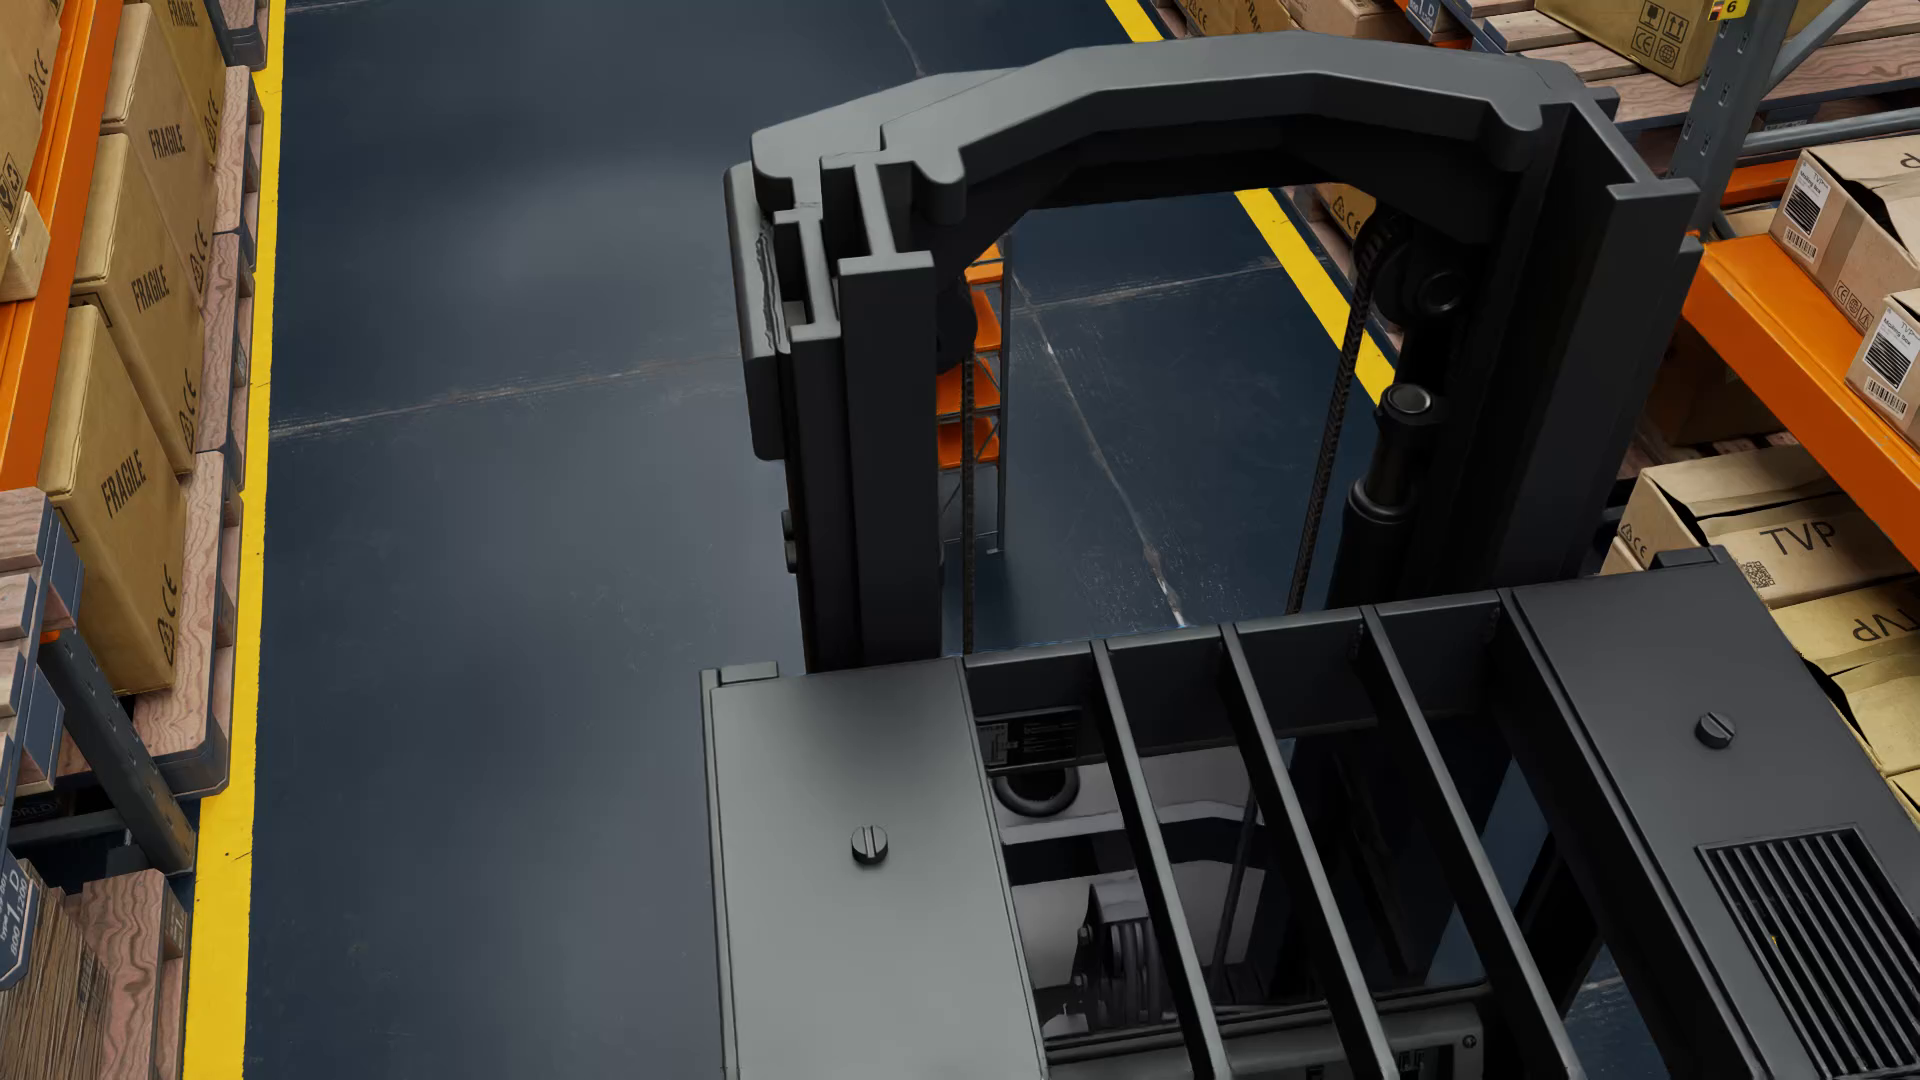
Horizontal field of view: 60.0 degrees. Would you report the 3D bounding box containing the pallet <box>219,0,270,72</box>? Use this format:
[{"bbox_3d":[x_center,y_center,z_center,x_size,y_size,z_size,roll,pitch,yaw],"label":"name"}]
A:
[{"bbox_3d":[-3.662,-2.446,7.499,1.003,0.211,1.213,-11,47,-10],"label":"pallet"}]

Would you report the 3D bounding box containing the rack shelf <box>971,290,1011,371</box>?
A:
[{"bbox_3d":[-0.042,-0.644,4.822,0.258,0.148,0.480,-11,47,-10],"label":"rack shelf"}]

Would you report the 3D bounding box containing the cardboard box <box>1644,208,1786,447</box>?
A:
[{"bbox_3d":[2.429,-0.675,5.254,0.500,0.500,0.500,-9,46,-9],"label":"cardboard box"}]

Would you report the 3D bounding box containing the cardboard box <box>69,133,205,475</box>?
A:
[{"bbox_3d":[-2.798,-0.653,5.001,0.750,0.750,0.750,-11,47,-11],"label":"cardboard box"}]

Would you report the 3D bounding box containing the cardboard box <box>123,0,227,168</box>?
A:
[{"bbox_3d":[-3.251,-1.852,6.176,0.750,0.750,0.750,-10,46,-10],"label":"cardboard box"}]

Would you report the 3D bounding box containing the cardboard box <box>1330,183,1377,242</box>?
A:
[{"bbox_3d":[1.670,-1.269,5.835,0.500,0.500,0.500,-12,47,-12],"label":"cardboard box"}]

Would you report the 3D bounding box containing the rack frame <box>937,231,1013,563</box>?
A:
[{"bbox_3d":[0.020,-0.366,4.768,0.240,1.200,0.015,-11,47,-10],"label":"rack frame"}]

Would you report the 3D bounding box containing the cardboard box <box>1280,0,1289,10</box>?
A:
[{"bbox_3d":[1.389,-2.264,6.285,0.500,0.250,0.500,-11,47,-10],"label":"cardboard box"}]

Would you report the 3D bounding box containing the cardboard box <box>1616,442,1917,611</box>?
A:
[{"bbox_3d":[2.119,0.005,4.384,0.500,0.311,0.500,-9,46,-9],"label":"cardboard box"}]

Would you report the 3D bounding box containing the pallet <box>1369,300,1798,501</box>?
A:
[{"bbox_3d":[2.114,-0.576,5.667,1.003,0.211,1.213,-11,47,-10],"label":"pallet"}]

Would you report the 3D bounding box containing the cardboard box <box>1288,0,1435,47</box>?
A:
[{"bbox_3d":[1.518,-1.918,5.946,0.500,0.250,0.500,-12,47,-11],"label":"cardboard box"}]

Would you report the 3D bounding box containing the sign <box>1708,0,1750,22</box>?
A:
[{"bbox_3d":[1.747,-1.301,3.670,0.100,0.325,0.005,-11,47,-10],"label":"sign"}]

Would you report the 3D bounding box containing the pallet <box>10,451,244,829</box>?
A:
[{"bbox_3d":[-2.648,0.297,4.811,1.003,0.211,1.213,-11,47,-10],"label":"pallet"}]

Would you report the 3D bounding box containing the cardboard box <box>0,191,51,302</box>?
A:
[{"bbox_3d":[-2.421,-0.684,3.982,0.380,0.149,0.250,-9,46,-9],"label":"cardboard box"}]

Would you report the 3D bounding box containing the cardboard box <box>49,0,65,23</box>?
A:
[{"bbox_3d":[-2.788,-1.714,4.537,0.500,0.500,0.500,-10,46,-9],"label":"cardboard box"}]

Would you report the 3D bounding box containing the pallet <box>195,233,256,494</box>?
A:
[{"bbox_3d":[-2.956,-0.544,5.635,1.003,0.211,1.213,-11,47,-10],"label":"pallet"}]

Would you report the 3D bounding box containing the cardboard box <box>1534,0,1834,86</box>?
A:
[{"bbox_3d":[1.999,-1.626,4.379,0.700,0.500,0.500,-26,51,-23],"label":"cardboard box"}]

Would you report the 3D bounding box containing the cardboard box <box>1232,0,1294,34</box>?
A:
[{"bbox_3d":[1.401,-1.979,6.531,0.500,0.500,0.500,-10,46,-10],"label":"cardboard box"}]

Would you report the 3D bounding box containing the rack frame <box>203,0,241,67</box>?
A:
[{"bbox_3d":[-3.543,-2.883,5.975,1.000,3.000,0.127,-11,47,-10],"label":"rack frame"}]

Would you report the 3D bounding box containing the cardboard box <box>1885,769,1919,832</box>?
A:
[{"bbox_3d":[2.390,0.719,3.684,0.500,0.311,0.500,-12,47,-11],"label":"cardboard box"}]

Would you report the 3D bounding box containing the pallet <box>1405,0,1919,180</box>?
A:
[{"bbox_3d":[2.028,-1.418,4.673,1.213,0.211,1.003,-11,47,-10],"label":"pallet"}]

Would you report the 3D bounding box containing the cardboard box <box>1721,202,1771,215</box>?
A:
[{"bbox_3d":[2.289,-1.036,5.607,0.500,0.500,0.500,-12,47,-12],"label":"cardboard box"}]

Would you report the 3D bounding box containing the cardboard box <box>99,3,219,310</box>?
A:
[{"bbox_3d":[-3.020,-1.239,5.575,0.750,0.750,0.750,-9,46,-9],"label":"cardboard box"}]

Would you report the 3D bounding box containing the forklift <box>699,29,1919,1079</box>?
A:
[{"bbox_3d":[0.325,1.000,2.218,1.130,2.935,3.031,-7,46,-6],"label":"forklift"}]

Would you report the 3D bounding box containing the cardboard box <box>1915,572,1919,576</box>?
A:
[{"bbox_3d":[2.641,-0.094,4.480,0.500,0.311,0.500,-10,46,-9],"label":"cardboard box"}]

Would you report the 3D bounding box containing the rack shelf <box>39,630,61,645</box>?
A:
[{"bbox_3d":[-2.007,1.511,2.172,1.077,0.370,4.000,-11,47,-10],"label":"rack shelf"}]

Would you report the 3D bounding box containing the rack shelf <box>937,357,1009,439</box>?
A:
[{"bbox_3d":[-0.042,-0.487,4.982,0.258,0.148,0.480,-11,47,-10],"label":"rack shelf"}]

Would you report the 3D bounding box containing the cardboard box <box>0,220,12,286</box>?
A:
[{"bbox_3d":[-2.396,-0.649,3.494,0.500,0.500,0.500,-9,46,-9],"label":"cardboard box"}]

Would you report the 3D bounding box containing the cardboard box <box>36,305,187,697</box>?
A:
[{"bbox_3d":[-2.580,-0.047,4.407,0.750,0.750,0.750,-11,47,-11],"label":"cardboard box"}]

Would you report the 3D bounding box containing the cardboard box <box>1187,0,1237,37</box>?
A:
[{"bbox_3d":[1.281,-2.325,6.871,0.500,0.500,0.500,-10,46,-10],"label":"cardboard box"}]

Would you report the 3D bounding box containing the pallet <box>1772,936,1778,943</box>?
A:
[{"bbox_3d":[2.442,0.522,4.591,1.003,0.211,1.213,-11,47,-10],"label":"pallet"}]

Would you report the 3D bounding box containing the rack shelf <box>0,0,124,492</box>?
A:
[{"bbox_3d":[-3.031,-1.250,4.879,1.077,0.370,4.000,-11,47,-10],"label":"rack shelf"}]

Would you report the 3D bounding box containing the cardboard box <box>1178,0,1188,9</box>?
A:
[{"bbox_3d":[1.133,-2.692,7.230,0.500,0.500,0.500,-13,47,-12],"label":"cardboard box"}]

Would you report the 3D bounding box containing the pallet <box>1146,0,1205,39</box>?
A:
[{"bbox_3d":[1.490,-2.260,7.318,1.003,0.211,1.213,-11,47,-10],"label":"pallet"}]

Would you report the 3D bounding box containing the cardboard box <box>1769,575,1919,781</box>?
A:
[{"bbox_3d":[2.262,0.366,4.030,0.500,0.311,0.500,-12,47,-11],"label":"cardboard box"}]

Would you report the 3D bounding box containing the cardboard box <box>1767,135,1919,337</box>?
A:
[{"bbox_3d":[2.320,-0.739,3.937,0.500,0.311,0.500,-8,46,-8],"label":"cardboard box"}]

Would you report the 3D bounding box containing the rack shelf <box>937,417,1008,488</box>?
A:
[{"bbox_3d":[-0.042,-0.348,5.123,0.258,0.148,0.480,-11,47,-10],"label":"rack shelf"}]

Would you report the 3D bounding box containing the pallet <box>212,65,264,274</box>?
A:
[{"bbox_3d":[-3.272,-1.388,6.462,1.003,0.211,1.213,-11,47,-10],"label":"pallet"}]

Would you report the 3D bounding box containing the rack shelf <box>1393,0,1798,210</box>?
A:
[{"bbox_3d":[1.757,-2.159,5.769,1.077,0.370,4.000,-11,47,-10],"label":"rack shelf"}]

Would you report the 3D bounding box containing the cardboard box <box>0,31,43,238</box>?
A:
[{"bbox_3d":[-2.521,-1.013,3.850,0.500,0.500,0.500,-9,46,-9],"label":"cardboard box"}]

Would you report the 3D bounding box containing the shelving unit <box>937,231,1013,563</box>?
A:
[{"bbox_3d":[-0.042,-0.534,4.933,0.258,1.200,0.503,-11,47,-10],"label":"shelving unit"}]

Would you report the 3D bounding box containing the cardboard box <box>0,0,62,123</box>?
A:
[{"bbox_3d":[-2.647,-1.356,4.186,0.500,0.500,0.500,-11,47,-10],"label":"cardboard box"}]

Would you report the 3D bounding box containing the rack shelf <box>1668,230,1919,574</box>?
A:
[{"bbox_3d":[2.781,0.603,3.062,1.077,0.370,4.000,-11,47,-10],"label":"rack shelf"}]

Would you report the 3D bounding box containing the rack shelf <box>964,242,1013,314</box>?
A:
[{"bbox_3d":[-0.042,-0.809,4.653,0.258,0.148,0.480,-11,47,-10],"label":"rack shelf"}]

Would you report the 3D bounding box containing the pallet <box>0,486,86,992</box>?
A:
[{"bbox_3d":[-2.233,0.418,2.874,1.213,0.211,1.003,-11,47,-10],"label":"pallet"}]

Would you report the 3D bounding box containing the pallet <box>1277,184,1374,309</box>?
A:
[{"bbox_3d":[1.806,-1.417,6.491,1.003,0.211,1.213,-11,47,-10],"label":"pallet"}]

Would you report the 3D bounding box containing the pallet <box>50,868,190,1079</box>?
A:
[{"bbox_3d":[-2.320,1.395,3.735,1.003,0.211,1.213,-11,47,-10],"label":"pallet"}]

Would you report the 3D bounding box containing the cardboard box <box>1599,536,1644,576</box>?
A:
[{"bbox_3d":[2.119,0.201,4.584,0.500,0.250,0.500,-11,47,-10],"label":"cardboard box"}]

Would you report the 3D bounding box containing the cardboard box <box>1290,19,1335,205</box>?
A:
[{"bbox_3d":[1.530,-1.630,6.189,0.500,0.500,0.500,-12,47,-12],"label":"cardboard box"}]

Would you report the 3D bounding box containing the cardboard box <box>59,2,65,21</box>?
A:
[{"bbox_3d":[-2.843,-1.550,4.830,0.380,0.149,0.250,-9,46,-9],"label":"cardboard box"}]

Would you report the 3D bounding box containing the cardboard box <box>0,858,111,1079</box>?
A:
[{"bbox_3d":[-2.284,1.087,3.526,0.700,0.500,0.500,-10,46,-10],"label":"cardboard box"}]

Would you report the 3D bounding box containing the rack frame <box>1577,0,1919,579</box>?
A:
[{"bbox_3d":[2.269,-1.030,4.159,1.000,3.000,0.127,-11,47,-10],"label":"rack frame"}]

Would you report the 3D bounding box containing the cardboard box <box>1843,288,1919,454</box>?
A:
[{"bbox_3d":[2.311,-0.345,3.551,0.500,0.311,0.500,-11,47,-11],"label":"cardboard box"}]

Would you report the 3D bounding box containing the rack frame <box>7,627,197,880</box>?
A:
[{"bbox_3d":[-2.519,-0.121,3.269,1.000,3.000,0.127,-11,47,-10],"label":"rack frame"}]
